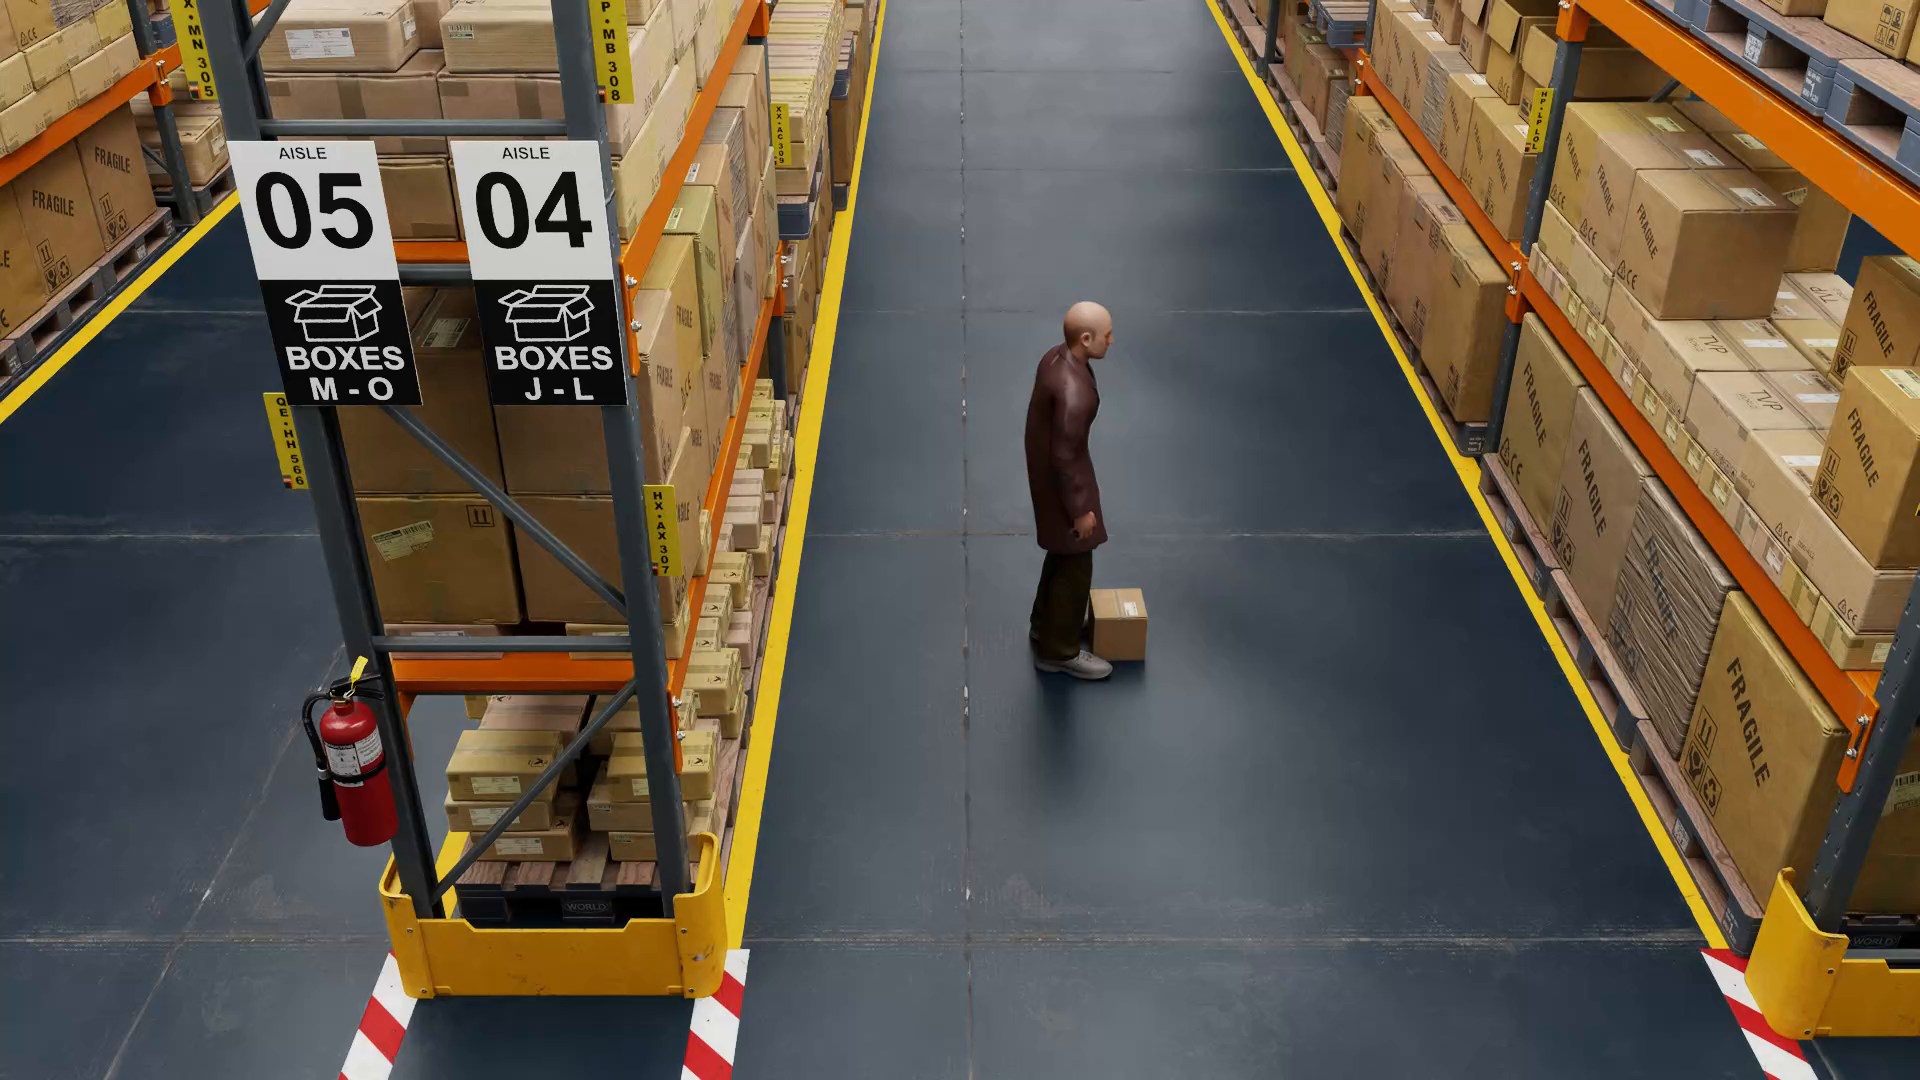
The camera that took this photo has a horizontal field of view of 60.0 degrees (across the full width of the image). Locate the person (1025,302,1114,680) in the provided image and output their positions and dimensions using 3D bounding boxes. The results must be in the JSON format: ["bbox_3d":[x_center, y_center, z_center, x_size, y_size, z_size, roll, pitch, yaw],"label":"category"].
[{"bbox_3d":[0.503,-0.243,7.550,0.425,1.774,0.644,0,31,0],"label":"person"}]
